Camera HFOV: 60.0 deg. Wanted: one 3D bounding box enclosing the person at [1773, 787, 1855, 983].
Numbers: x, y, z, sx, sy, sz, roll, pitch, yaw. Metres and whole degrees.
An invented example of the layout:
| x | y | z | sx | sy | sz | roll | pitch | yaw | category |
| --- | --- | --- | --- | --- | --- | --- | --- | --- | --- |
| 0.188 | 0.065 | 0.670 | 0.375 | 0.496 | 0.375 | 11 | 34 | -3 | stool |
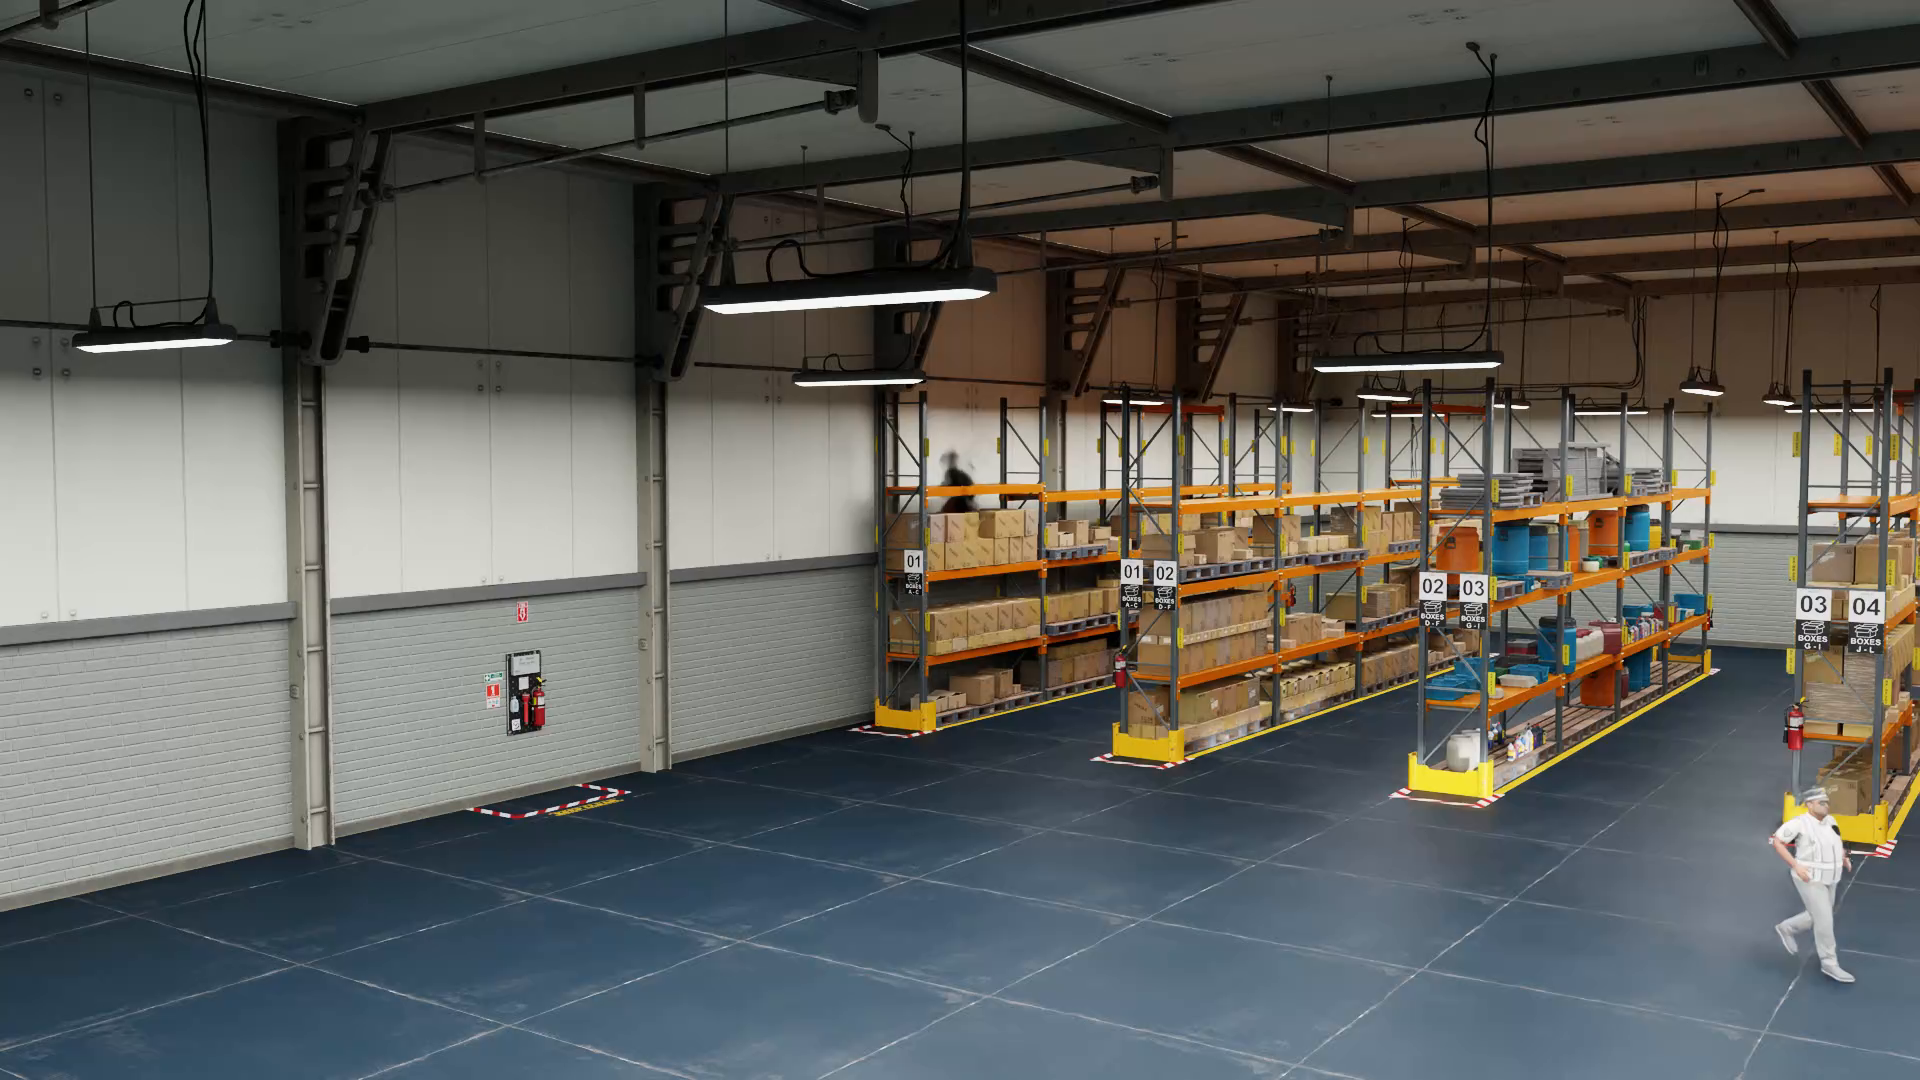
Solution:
| x | y | z | sx | sy | sz | roll | pitch | yaw | category |
| --- | --- | --- | --- | --- | --- | --- | --- | --- | --- |
| 8.152 | 3.223 | 15.869 | 0.672 | 1.771 | 0.934 | -1 | 3 | -25 | person |
